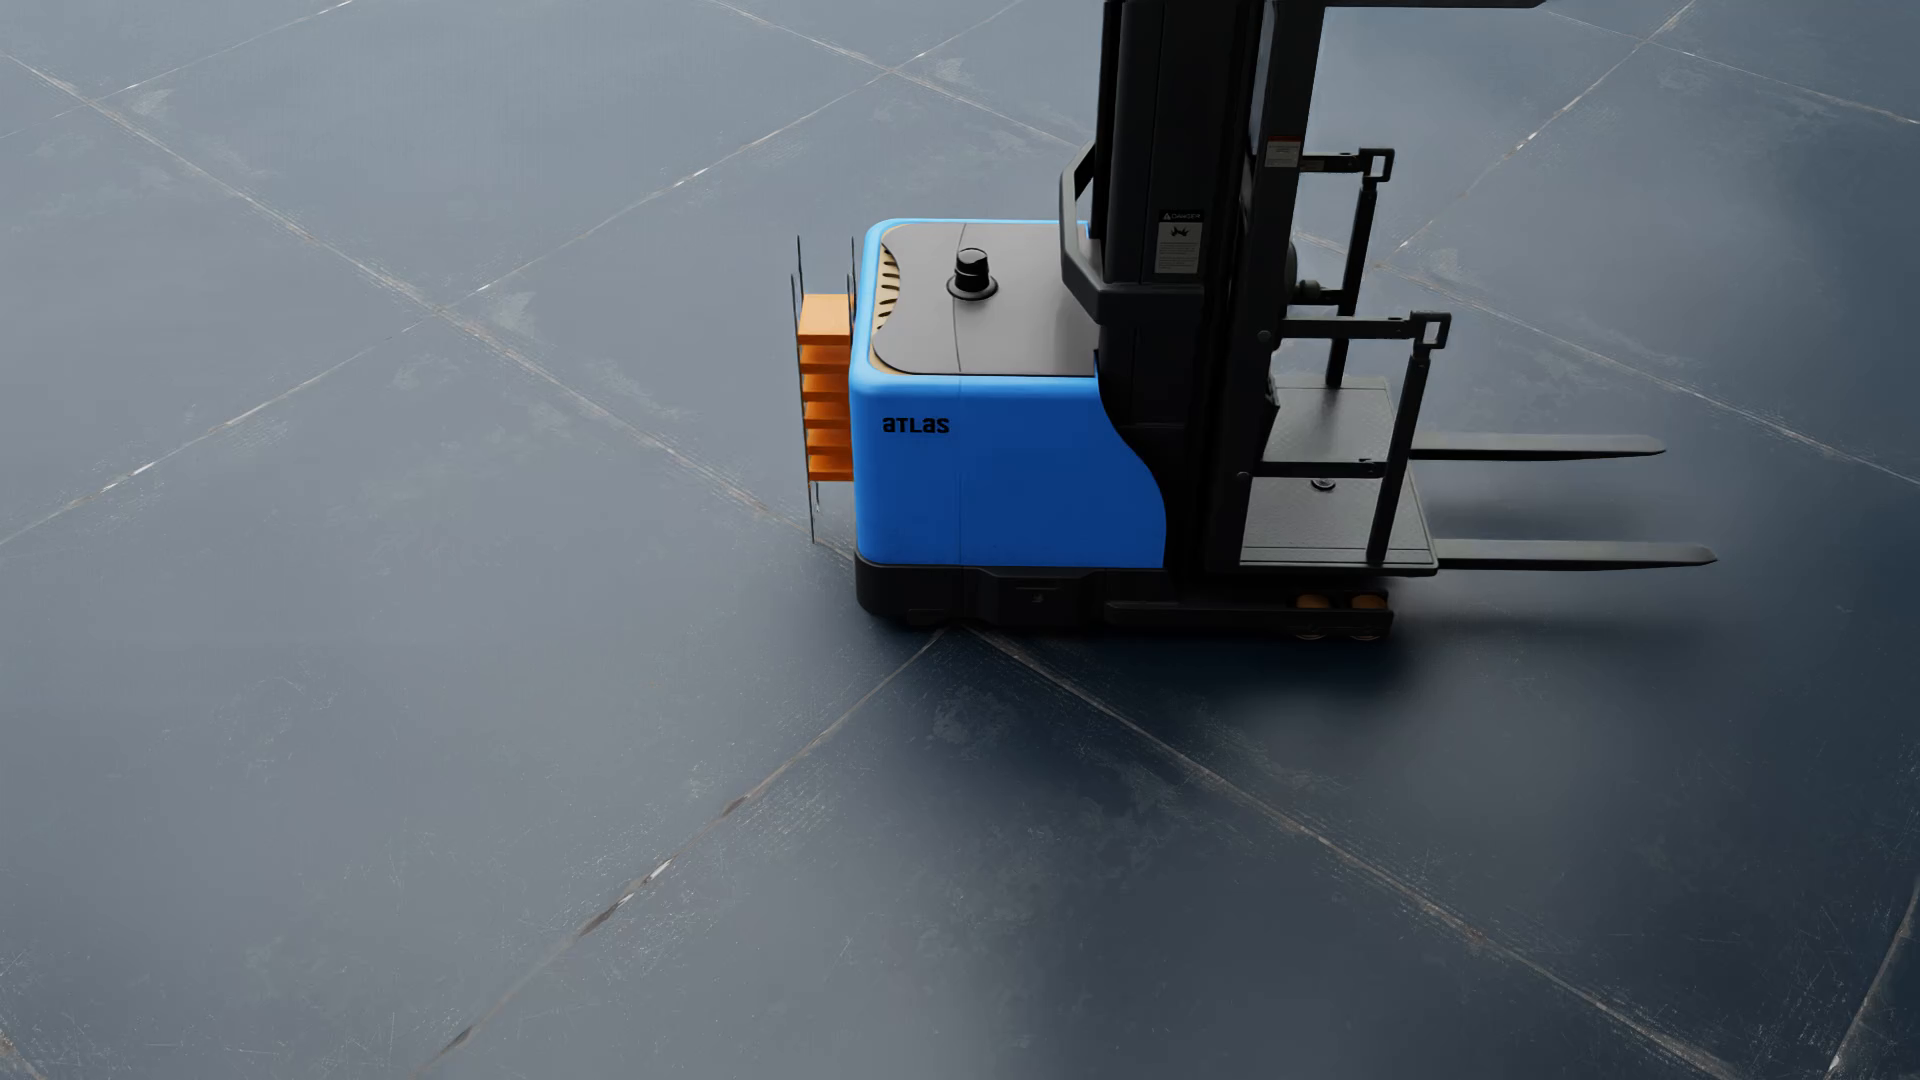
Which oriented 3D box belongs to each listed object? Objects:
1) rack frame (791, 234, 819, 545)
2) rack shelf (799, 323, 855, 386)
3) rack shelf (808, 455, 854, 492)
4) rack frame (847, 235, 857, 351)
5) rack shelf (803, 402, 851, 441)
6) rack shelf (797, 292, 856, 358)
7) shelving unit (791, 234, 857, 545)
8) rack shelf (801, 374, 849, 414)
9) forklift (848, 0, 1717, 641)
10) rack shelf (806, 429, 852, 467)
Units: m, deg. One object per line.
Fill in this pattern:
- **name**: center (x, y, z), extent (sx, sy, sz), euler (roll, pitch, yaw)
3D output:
- **rack frame**: center (-0.547, -0.505, 5.914), extent (0.006, 1.200, 0.240), euler (1, 42, 1)
- **rack shelf**: center (-0.455, -0.649, 5.781), extent (0.180, 0.103, 0.258), euler (1, 42, 1)
- **rack shelf**: center (-0.455, -0.293, 6.104), extent (0.180, 0.103, 0.258), euler (1, 42, 1)
- **rack frame**: center (-0.364, -0.503, 5.911), extent (0.006, 1.200, 0.240), euler (1, 42, 1)
- **rack shelf**: center (-0.455, -0.471, 5.942), extent (0.180, 0.103, 0.258), euler (1, 42, 1)
- **rack shelf**: center (-0.455, -0.737, 5.700), extent (0.180, 0.103, 0.258), euler (1, 42, 1)
- **shelving unit**: center (-0.455, -0.504, 5.912), extent (0.189, 1.200, 0.258), euler (1, 42, 1)
- **rack shelf**: center (-0.455, -0.560, 5.861), extent (0.180, 0.103, 0.258), euler (1, 42, 1)
- **forklift**: center (1.156, -1.095, 5.275), extent (3.031, 2.935, 1.130), euler (1, 42, 1)
- **rack shelf**: center (-0.455, -0.382, 6.023), extent (0.180, 0.103, 0.258), euler (1, 42, 1)
